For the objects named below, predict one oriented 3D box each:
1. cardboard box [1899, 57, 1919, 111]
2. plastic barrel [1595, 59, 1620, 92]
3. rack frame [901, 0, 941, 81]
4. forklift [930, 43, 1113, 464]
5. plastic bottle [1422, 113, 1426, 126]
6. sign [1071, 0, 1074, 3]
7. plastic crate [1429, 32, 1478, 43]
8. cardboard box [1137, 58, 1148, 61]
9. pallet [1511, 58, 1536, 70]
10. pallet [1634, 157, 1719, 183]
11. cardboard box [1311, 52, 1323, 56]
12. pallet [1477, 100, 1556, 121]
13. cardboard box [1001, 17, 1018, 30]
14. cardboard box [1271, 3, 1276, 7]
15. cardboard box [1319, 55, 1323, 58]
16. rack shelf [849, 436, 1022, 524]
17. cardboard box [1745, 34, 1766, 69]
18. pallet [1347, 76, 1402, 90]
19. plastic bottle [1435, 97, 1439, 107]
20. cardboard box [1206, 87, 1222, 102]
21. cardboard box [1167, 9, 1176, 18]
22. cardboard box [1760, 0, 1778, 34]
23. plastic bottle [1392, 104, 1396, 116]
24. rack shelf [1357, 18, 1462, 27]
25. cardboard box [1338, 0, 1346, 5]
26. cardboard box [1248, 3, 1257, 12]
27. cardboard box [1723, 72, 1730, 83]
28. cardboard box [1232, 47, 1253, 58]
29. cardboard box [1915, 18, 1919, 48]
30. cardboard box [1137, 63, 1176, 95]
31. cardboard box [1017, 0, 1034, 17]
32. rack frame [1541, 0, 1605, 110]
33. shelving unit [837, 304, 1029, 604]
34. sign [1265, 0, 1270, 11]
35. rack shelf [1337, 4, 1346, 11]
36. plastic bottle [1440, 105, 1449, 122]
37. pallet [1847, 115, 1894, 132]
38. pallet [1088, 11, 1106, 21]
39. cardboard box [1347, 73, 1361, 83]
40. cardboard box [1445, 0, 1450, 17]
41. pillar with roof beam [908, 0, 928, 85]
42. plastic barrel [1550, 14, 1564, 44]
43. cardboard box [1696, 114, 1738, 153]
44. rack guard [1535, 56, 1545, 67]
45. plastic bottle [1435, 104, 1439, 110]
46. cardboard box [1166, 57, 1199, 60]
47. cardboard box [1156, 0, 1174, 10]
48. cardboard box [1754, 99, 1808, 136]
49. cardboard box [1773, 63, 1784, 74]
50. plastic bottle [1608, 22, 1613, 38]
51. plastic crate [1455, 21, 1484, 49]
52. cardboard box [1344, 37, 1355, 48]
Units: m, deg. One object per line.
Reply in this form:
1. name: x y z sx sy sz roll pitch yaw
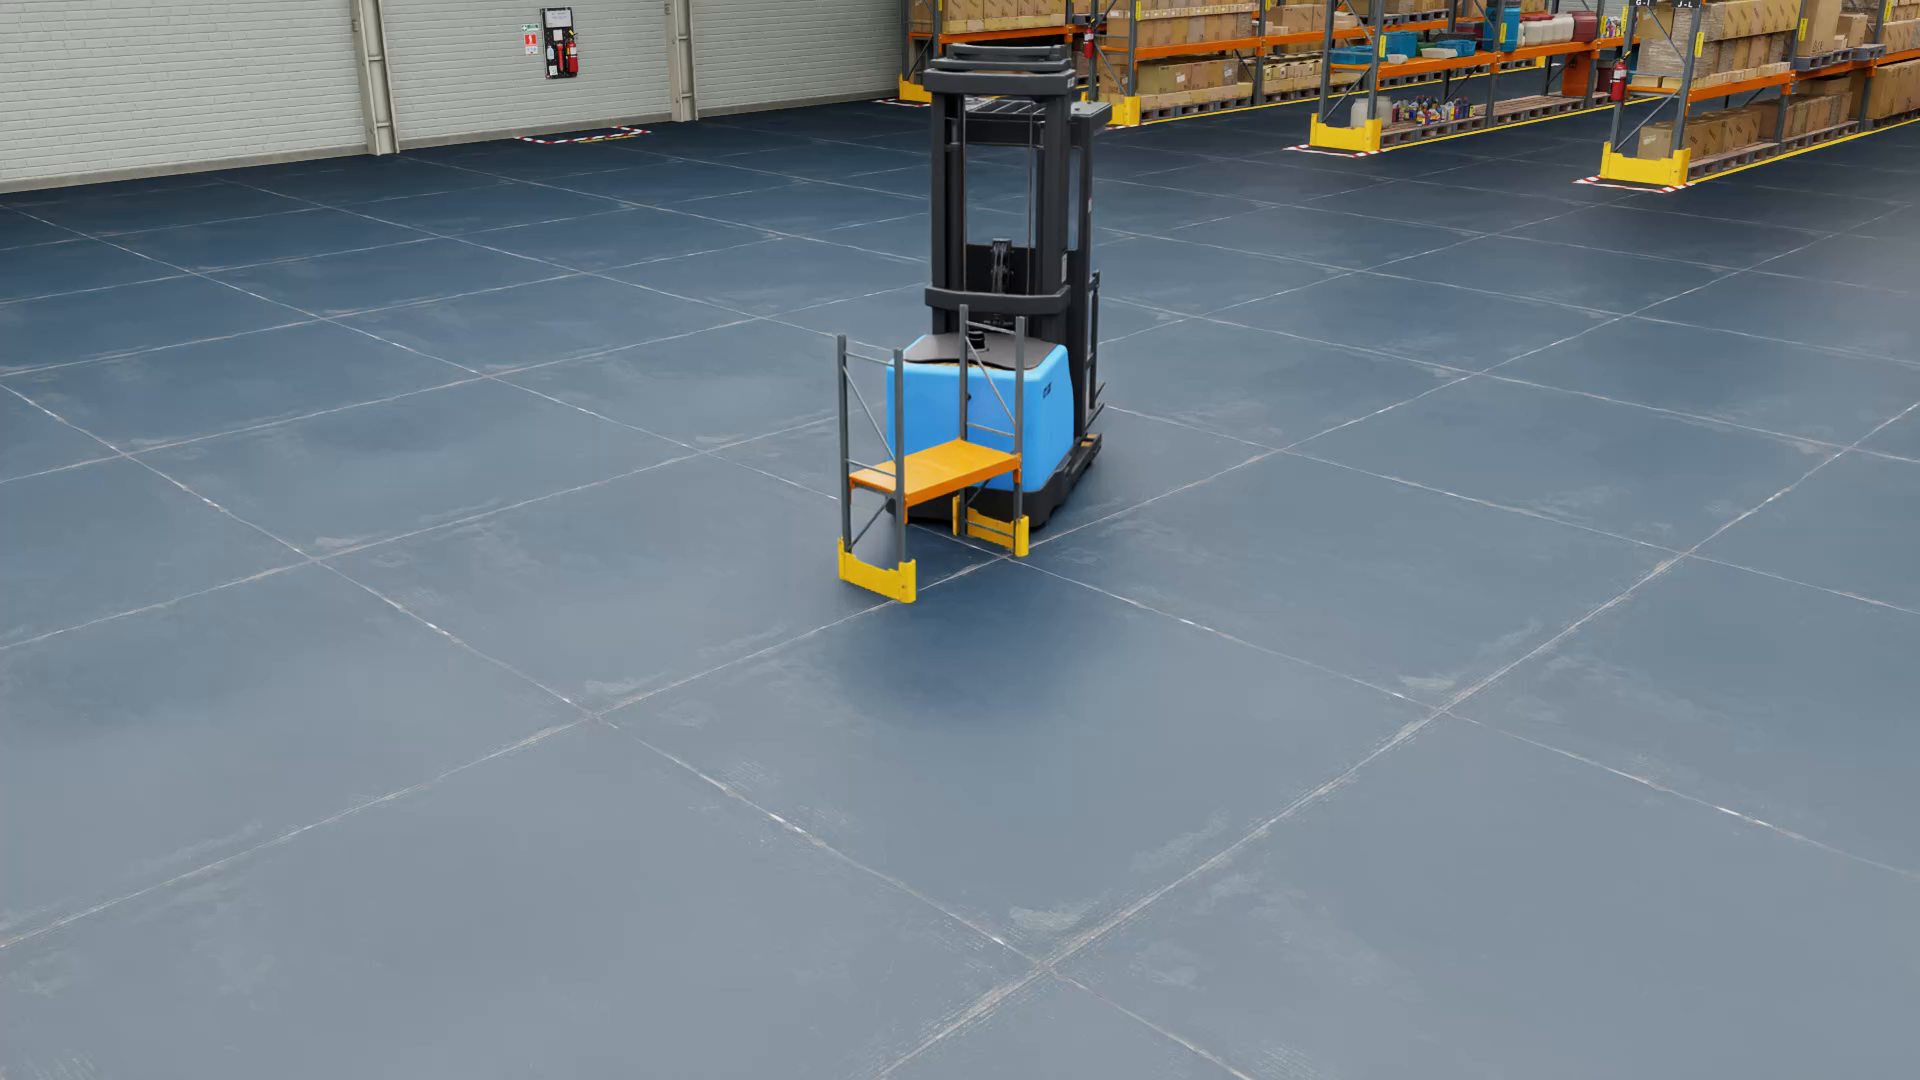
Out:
1. cardboard box: 17.179 -8.496 30.873 1.225 0.875 0.875 18 27 39
2. plastic barrel: 13.012 -9.393 33.608 0.600 0.588 0.708 19 28 41
3. rack frame: -0.784 -10.325 33.258 1.000 3.000 0.127 19 28 41
4. forklift: 0.414 -1.943 11.545 1.121 2.935 3.031 6 22 15
5. plastic bottle: 7.874 -7.160 28.308 0.097 0.201 0.097 0 21 0
6. sign: 2.400 -11.624 35.429 0.100 0.325 0.005 19 28 41
7. plastic crate: 8.648 -8.742 29.225 0.767 0.338 0.504 19 28 41
8. cardboard box: 3.889 -11.119 38.193 0.700 0.500 0.500 19 28 41
9. pallet: 13.321 -11.673 40.651 1.003 0.211 1.213 19 28 41
10. pallet: 10.508 -5.524 24.653 1.003 0.211 1.213 19 28 41
11. cardboard box: 7.773 -10.256 35.543 0.500 0.311 0.500 -19 28 -40
12. pallet: 10.476 -8.099 31.352 1.003 0.211 1.213 19 28 41
13. cardboard box: 0.850 -10.707 34.430 0.500 0.250 0.500 20 28 41
14. cardboard box: 7.554 -13.144 40.914 0.380 0.149 0.250 20 28 41
15. cardboard box: 7.802 -9.986 34.840 0.500 0.311 0.500 19 28 40
16. rack shelf: -0.158 -0.371 9.950 0.538 0.185 1.000 19 28 40
17. cardboard box: 11.644 -7.446 25.213 0.875 0.500 0.500 19 28 41
18. pallet: 8.896 -10.024 36.360 1.003 0.211 1.213 19 28 41
19. plastic bottle: 8.568 -7.834 29.964 0.097 0.271 0.097 0 21 0
20. cardboard box: 4.697 -8.595 32.003 0.500 0.250 0.500 19 28 41
21. cardboard box: 3.731 -9.680 30.534 0.380 0.149 0.250 19 28 40
22. cardboard box: 11.839 -7.845 24.857 0.500 0.500 0.500 19 28 41
23. plastic bottle: 7.477 -7.420 28.881 0.152 0.276 0.135 20 28 41
24. rack shelf: 9.744 -11.413 36.816 0.919 0.124 3.809 19 28 41
25. cardboard box: 9.529 -14.255 43.063 0.980 0.700 0.700 19 28 40
26. cardboard box: 5.522 -10.341 32.254 0.380 0.149 0.250 19 28 41
27. cardboard box: 11.100 -6.826 24.502 0.380 0.149 0.250 19 28 41
28. cardboard box: 6.609 -12.174 40.478 0.750 0.750 0.750 -19 28 -40
29. cardboard box: 17.394 -9.287 30.418 0.500 0.500 0.500 19 28 40
30. cardboard box: 3.649 -8.560 30.867 0.500 0.500 0.500 19 28 41
31. cardboard box: 1.195 -11.188 34.637 0.500 0.500 0.500 18 28 39
32. rack frame: 11.895 -9.902 32.157 1.000 3.000 0.127 19 28 41
33. shelving unit: -0.152 -0.541 9.891 0.587 1.500 1.083 19 28 40
34. sign: 5.957 -10.417 32.180 0.100 0.325 0.005 19 28 41
35. rack shelf: 16.869 -9.828 29.990 30.877 2.506 11.997 19 28 41
36. plastic bottle: 8.386 -7.397 28.822 0.135 0.276 0.152 -20 28 -41
37. pallet: 16.048 -7.545 29.910 1.003 0.211 1.213 19 28 41
38. pallet: 3.445 -11.773 37.292 1.003 0.211 1.213 19 28 41
39. cardboard box: 8.156 -9.859 35.292 0.500 0.250 0.500 -19 28 -41
40. cardboard box: 11.304 -12.411 38.543 0.500 0.500 0.500 -20 28 -41
41. pillar with roof beam: 2.169 -12.445 30.409 9.100 9.000 0.400 19 28 41
42. plastic barrel: 11.036 -9.528 31.028 0.421 0.512 0.421 0 21 0
43. cardboard box: 11.575 -6.243 25.534 0.500 0.500 0.500 16 26 36
44. rack guard: 19.649 -9.442 33.293 20.942 1.325 4.102 19 28 41
45. plastic bottle: 8.310 -7.427 28.890 0.061 0.283 0.133 19 28 41
46. cardboard box: 4.313 -9.079 32.218 0.500 0.500 0.500 19 28 41
47. cardboard box: 3.502 -10.006 30.478 0.700 0.500 0.500 18 28 39
48. cardboard box: 13.443 -6.943 27.329 0.700 0.500 0.500 19 28 40
49. cardboard box: 12.533 -7.326 25.805 0.380 0.149 0.250 19 28 41
50. plastic bottle: 12.690 -9.951 32.447 0.061 0.283 0.133 19 28 41
51. plastic crate: 9.223 -9.105 29.993 0.402 0.464 0.583 19 28 41
52. cardboard box: 9.961 -13.263 43.798 0.700 0.500 0.500 19 28 41
